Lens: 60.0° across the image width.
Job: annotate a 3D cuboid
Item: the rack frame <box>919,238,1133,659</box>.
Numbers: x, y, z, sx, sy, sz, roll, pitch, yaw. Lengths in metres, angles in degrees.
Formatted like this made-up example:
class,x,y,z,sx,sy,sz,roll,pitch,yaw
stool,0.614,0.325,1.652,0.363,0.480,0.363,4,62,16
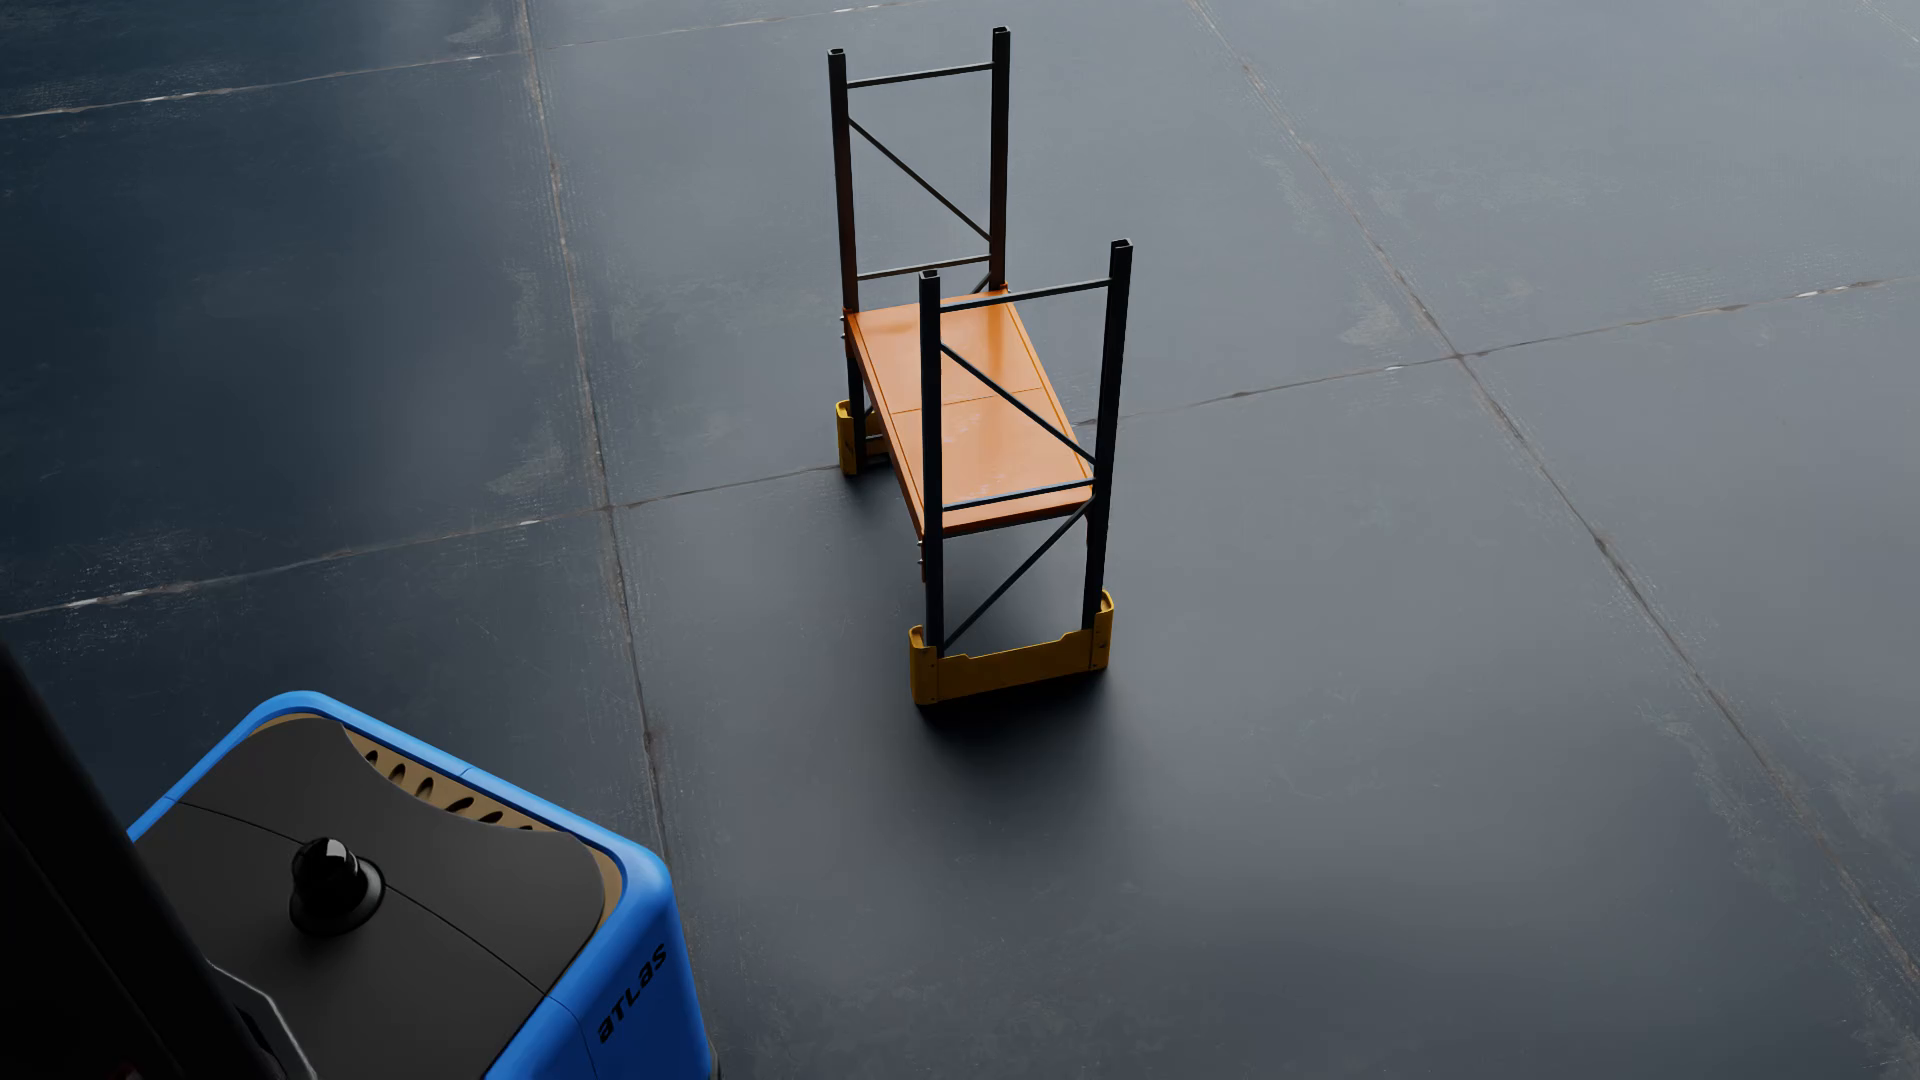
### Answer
class,x,y,z,sx,sy,sz,roll,pitch,yaw
rack frame,0.152,-0.115,4.313,0.500,1.500,0.032,-11,47,-10

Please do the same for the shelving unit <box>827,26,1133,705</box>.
class,x,y,z,sx,sy,sz,roll,pitch,yaw
shelving unit,0.020,-0.472,4.663,0.587,1.500,1.083,-11,47,-10

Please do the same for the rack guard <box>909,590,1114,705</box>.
class,x,y,z,sx,sy,sz,roll,pitch,yaw
rack guard,0.147,0.309,4.772,0.587,0.250,0.087,-11,47,-10

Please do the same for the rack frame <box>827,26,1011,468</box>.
class,x,y,z,sx,sy,sz,roll,pitch,yaw
rack frame,-0.108,-0.817,5.001,0.500,1.500,0.032,-11,47,-10

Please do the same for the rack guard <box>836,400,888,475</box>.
class,x,y,z,sx,sy,sz,roll,pitch,yaw
rack guard,-0.108,-0.379,5.446,0.587,0.250,0.087,-11,47,-10

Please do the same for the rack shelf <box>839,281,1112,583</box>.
class,x,y,z,sx,sy,sz,roll,pitch,yaw
rack shelf,0.022,-0.340,4.785,0.538,0.185,1.000,-11,47,-10

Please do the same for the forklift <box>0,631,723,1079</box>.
class,x,y,z,sx,sy,sz,roll,pitch,yaw
forklift,-1.665,1.109,2.111,1.130,2.935,3.031,21,49,19
